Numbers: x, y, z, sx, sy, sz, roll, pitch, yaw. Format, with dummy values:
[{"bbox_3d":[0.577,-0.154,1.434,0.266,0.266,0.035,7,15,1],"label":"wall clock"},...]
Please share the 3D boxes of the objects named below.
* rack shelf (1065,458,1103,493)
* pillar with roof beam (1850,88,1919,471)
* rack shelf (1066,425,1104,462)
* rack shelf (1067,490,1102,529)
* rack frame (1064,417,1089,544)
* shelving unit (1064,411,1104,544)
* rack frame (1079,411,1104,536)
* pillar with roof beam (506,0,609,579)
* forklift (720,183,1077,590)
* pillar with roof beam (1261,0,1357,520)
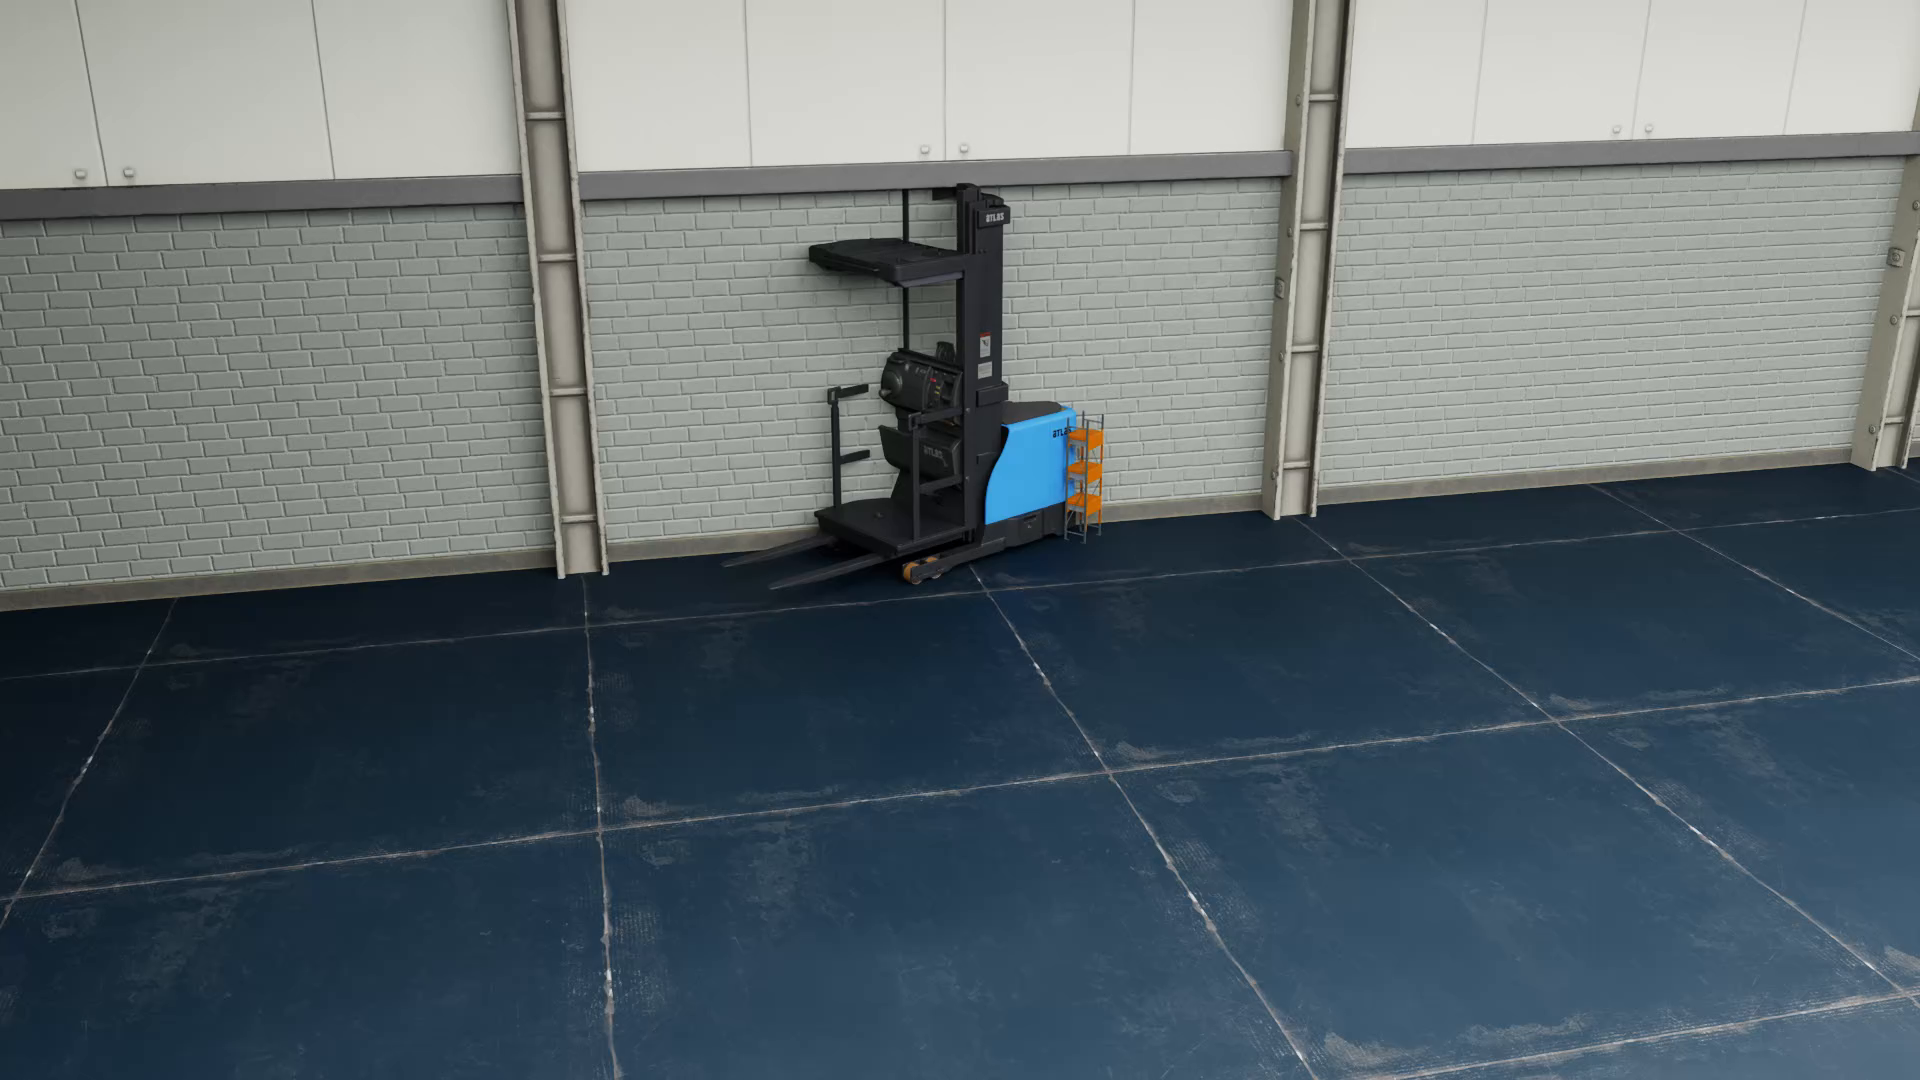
[{"bbox_3d":[1.021,-0.505,13.698,0.215,0.259,0.240,13,24,32],"label":"rack shelf"},{"bbox_3d":[9.683,-3.499,10.283,0.400,9.000,9.100,-5,21,-12],"label":"pillar with roof beam"},{"bbox_3d":[1.021,-0.772,13.601,0.215,0.259,0.240,13,24,32],"label":"rack shelf"},{"bbox_3d":[1.021,-0.244,13.794,0.215,0.259,0.240,13,24,32],"label":"rack shelf"},{"bbox_3d":[0.953,-0.480,13.600,0.200,1.050,0.008,13,24,32],"label":"rack frame"},{"bbox_3d":[1.021,-0.515,13.695,0.215,1.050,0.252,13,24,32],"label":"shelving unit"},{"bbox_3d":[1.090,-0.550,13.789,0.200,1.050,0.008,13,24,32],"label":"rack frame"},{"bbox_3d":[-1.995,-2.549,7.690,0.400,9.000,9.100,-5,21,-12],"label":"pillar with roof beam"},{"bbox_3d":[-0.470,-1.235,12.925,3.031,2.935,1.130,-17,26,-38],"label":"forklift"},{"bbox_3d":[3.844,-3.024,8.987,0.400,9.000,9.100,-5,21,-12],"label":"pillar with roof beam"}]
